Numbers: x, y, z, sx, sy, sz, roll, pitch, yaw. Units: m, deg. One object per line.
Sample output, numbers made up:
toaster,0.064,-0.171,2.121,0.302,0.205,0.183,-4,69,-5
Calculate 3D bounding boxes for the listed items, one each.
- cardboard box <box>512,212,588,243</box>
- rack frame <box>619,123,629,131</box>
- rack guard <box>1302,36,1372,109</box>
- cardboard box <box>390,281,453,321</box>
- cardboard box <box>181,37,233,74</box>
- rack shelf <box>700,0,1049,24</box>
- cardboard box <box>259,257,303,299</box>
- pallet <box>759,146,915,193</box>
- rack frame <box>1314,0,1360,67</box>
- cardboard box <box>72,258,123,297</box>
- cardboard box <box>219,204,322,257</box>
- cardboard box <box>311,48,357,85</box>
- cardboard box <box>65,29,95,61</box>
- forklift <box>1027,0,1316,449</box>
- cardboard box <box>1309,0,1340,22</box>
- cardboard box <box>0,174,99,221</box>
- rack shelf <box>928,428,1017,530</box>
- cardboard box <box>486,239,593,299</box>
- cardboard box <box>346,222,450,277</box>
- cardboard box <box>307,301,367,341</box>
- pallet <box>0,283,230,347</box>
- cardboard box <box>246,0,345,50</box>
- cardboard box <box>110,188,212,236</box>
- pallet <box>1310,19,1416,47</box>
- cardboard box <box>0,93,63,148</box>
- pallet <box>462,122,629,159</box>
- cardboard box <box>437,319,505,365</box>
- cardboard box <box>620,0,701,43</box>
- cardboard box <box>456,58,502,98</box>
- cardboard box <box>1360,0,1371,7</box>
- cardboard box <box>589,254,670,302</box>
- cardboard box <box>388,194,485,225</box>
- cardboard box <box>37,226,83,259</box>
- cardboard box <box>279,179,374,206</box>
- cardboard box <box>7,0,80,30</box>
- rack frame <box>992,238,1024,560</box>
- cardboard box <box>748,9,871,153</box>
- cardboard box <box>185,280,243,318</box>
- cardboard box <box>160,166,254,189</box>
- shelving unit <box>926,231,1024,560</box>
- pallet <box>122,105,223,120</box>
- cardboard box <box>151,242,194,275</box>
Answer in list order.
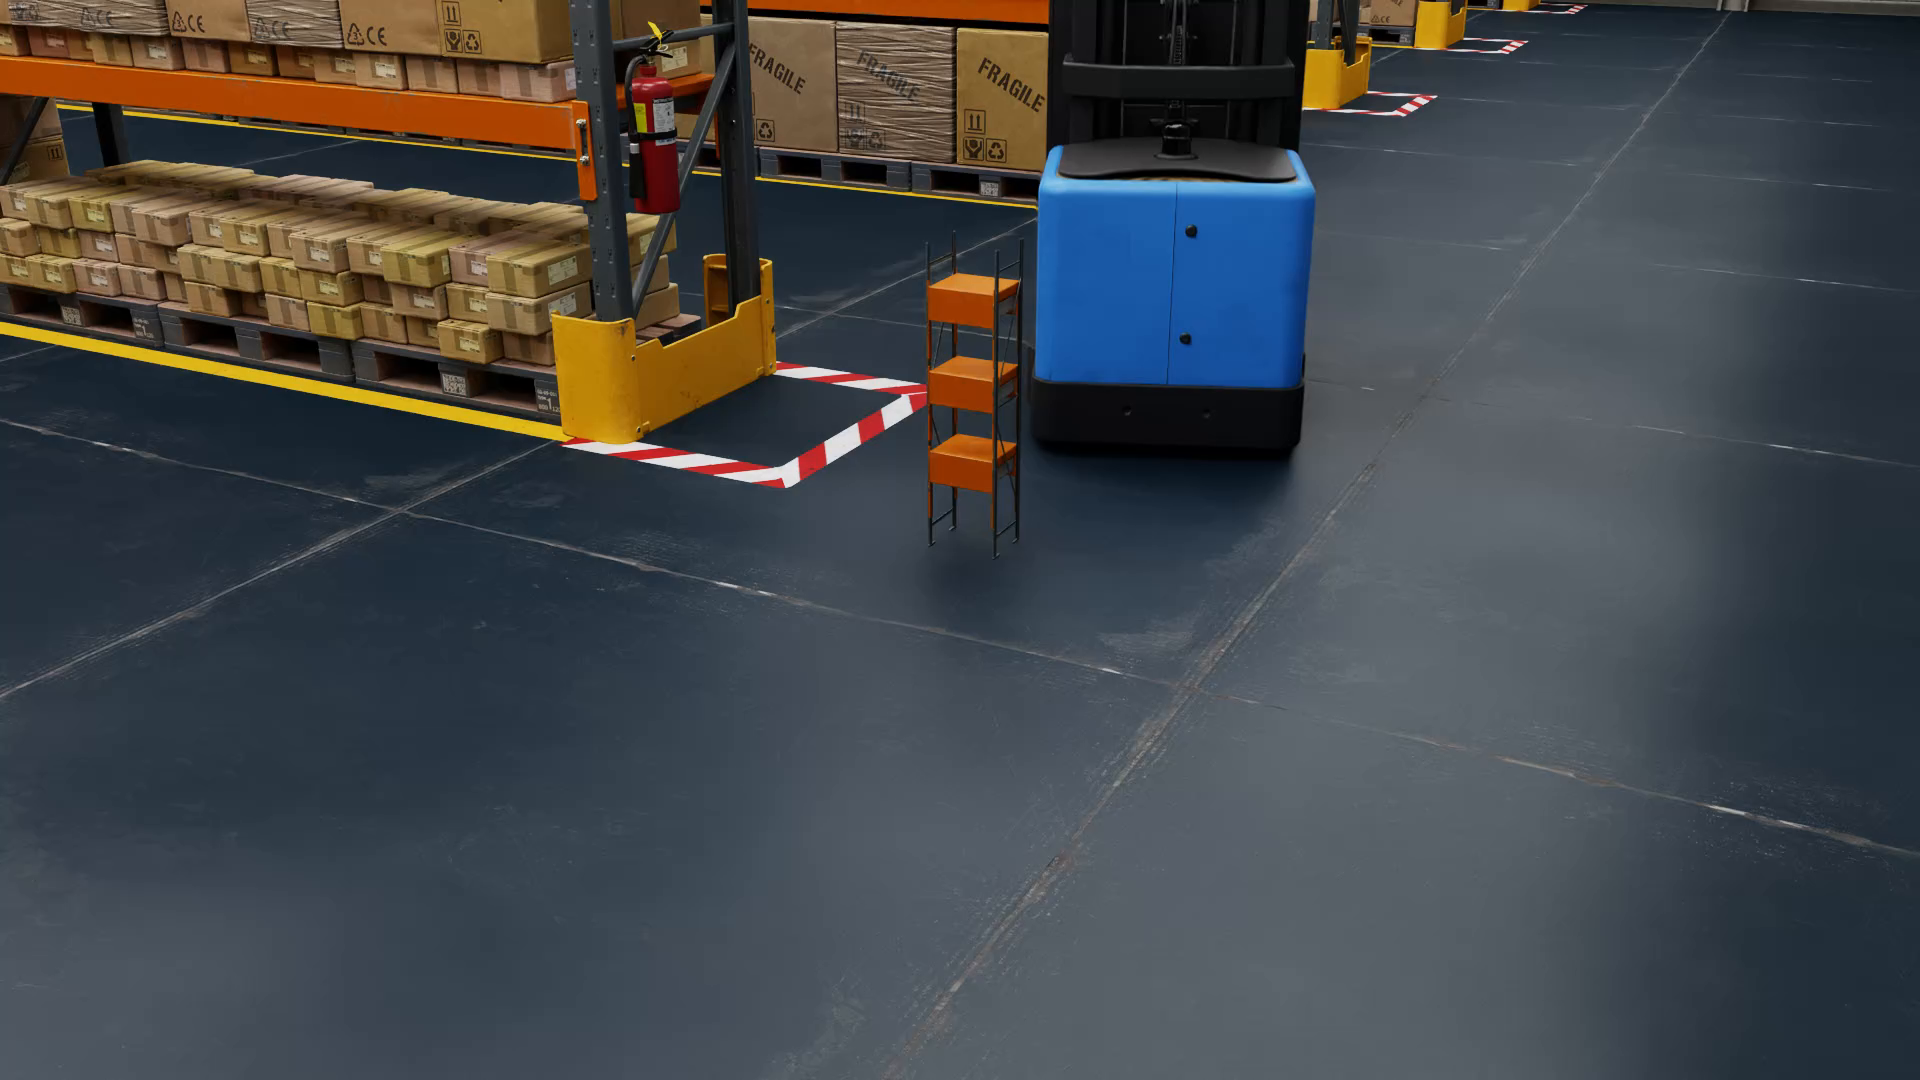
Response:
cardboard box,-1.774,-1.346,7.428,0.250,0.149,0.380,12,26,25
rack frame,-2.401,-4.394,12.249,0.127,3.000,1.000,11,25,25
rack guard,3.431,-4.267,15.145,0.348,0.500,1.175,11,25,25
cardboard box,-2.224,-1.076,7.173,0.250,0.149,0.380,10,25,22
cardboard box,-3.167,-2.153,7.300,0.250,0.149,0.380,12,26,27
rack shelf,-0.616,-3.710,11.559,4.000,0.370,1.077,11,25,25
cardboard box,-2.912,-1.215,7.499,0.250,0.149,0.380,13,26,27
pallet,-0.665,-2.734,11.909,1.213,0.211,1.003,11,25,25
rack frame,3.403,-5.417,14.655,0.127,3.000,1.000,11,25,25
cardboard box,-4.066,-1.311,8.107,0.250,0.149,0.380,11,25,24
cardboard box,-3.132,-1.416,7.594,0.250,0.149,0.380,11,26,25
cardboard box,-2.474,-2.006,6.955,0.250,0.149,0.380,10,25,22
cardboard box,-3.858,-2.301,7.649,0.250,0.149,0.380,10,25,22
forklift,0.942,-2.237,7.266,1.130,2.935,3.031,2,23,5
cardboard box,4.211,-6.272,19.616,0.500,0.250,0.500,11,25,25
cardboard box,-4.515,-1.701,8.263,0.250,0.149,0.380,12,26,27
rack shelf,0.048,-0.208,5.635,0.240,0.259,0.215,11,25,25
cardboard box,-1.746,-1.133,6.927,0.250,0.149,0.380,12,26,25
cardboard box,-2.435,-1.267,7.242,0.250,0.149,0.380,10,25,22
cardboard box,-2.678,-1.023,7.430,0.250,0.149,0.380,10,25,22
pallet,-4.114,-1.290,8.513,1.213,0.211,1.003,11,25,25
cardboard box,-2.591,-2.324,6.875,0.500,0.500,0.500,11,26,25
cardboard box,-3.805,-1.566,7.946,0.250,0.149,0.380,10,25,23
pallet,4.862,-6.017,19.629,1.213,0.211,1.003,11,25,25
cardboard box,-5.269,-2.290,9.001,0.500,0.250,0.500,10,25,22
pallet,-3.124,-3.220,13.053,1.213,0.211,1.003,11,25,25
cardboard box,-1.998,-0.884,7.103,0.250,0.149,0.380,12,26,26
cardboard box,-1.435,-2.332,6.892,0.500,0.500,0.500,13,26,27
cardboard box,-1.783,-1.873,6.643,0.250,0.149,0.380,11,25,24
cardboard box,4.838,-6.367,19.840,0.500,0.250,0.500,11,25,25
cardboard box,-1.511,-1.173,7.402,0.250,0.149,0.380,12,26,27
cardboard box,-2.443,-1.502,7.796,0.250,0.149,0.380,12,26,27
cardboard box,-4.284,-1.508,8.190,0.250,0.149,0.380,11,26,25
cardboard box,-3.097,-1.658,8.161,0.250,0.149,0.380,10,25,23
cardboard box,-3.956,-2.602,7.527,0.500,0.500,0.500,11,25,25
rack frame,0.157,-0.452,5.472,0.008,1.050,0.200,11,25,25
cardboard box,-1.045,-3.306,11.869,0.875,0.875,0.875,11,25,25
cardboard box,-3.373,-1.169,7.773,0.250,0.149,0.380,10,25,23
cardboard box,-3.823,-1.790,8.472,0.250,0.149,0.380,11,25,24
shelving unit,0.048,-0.474,5.522,0.252,1.050,0.215,11,25,25
pallet,-6.667,-3.955,14.781,1.213,0.211,1.003,11,25,25
cardboard box,-3.576,-1.373,7.871,0.250,0.149,0.380,12,26,27
